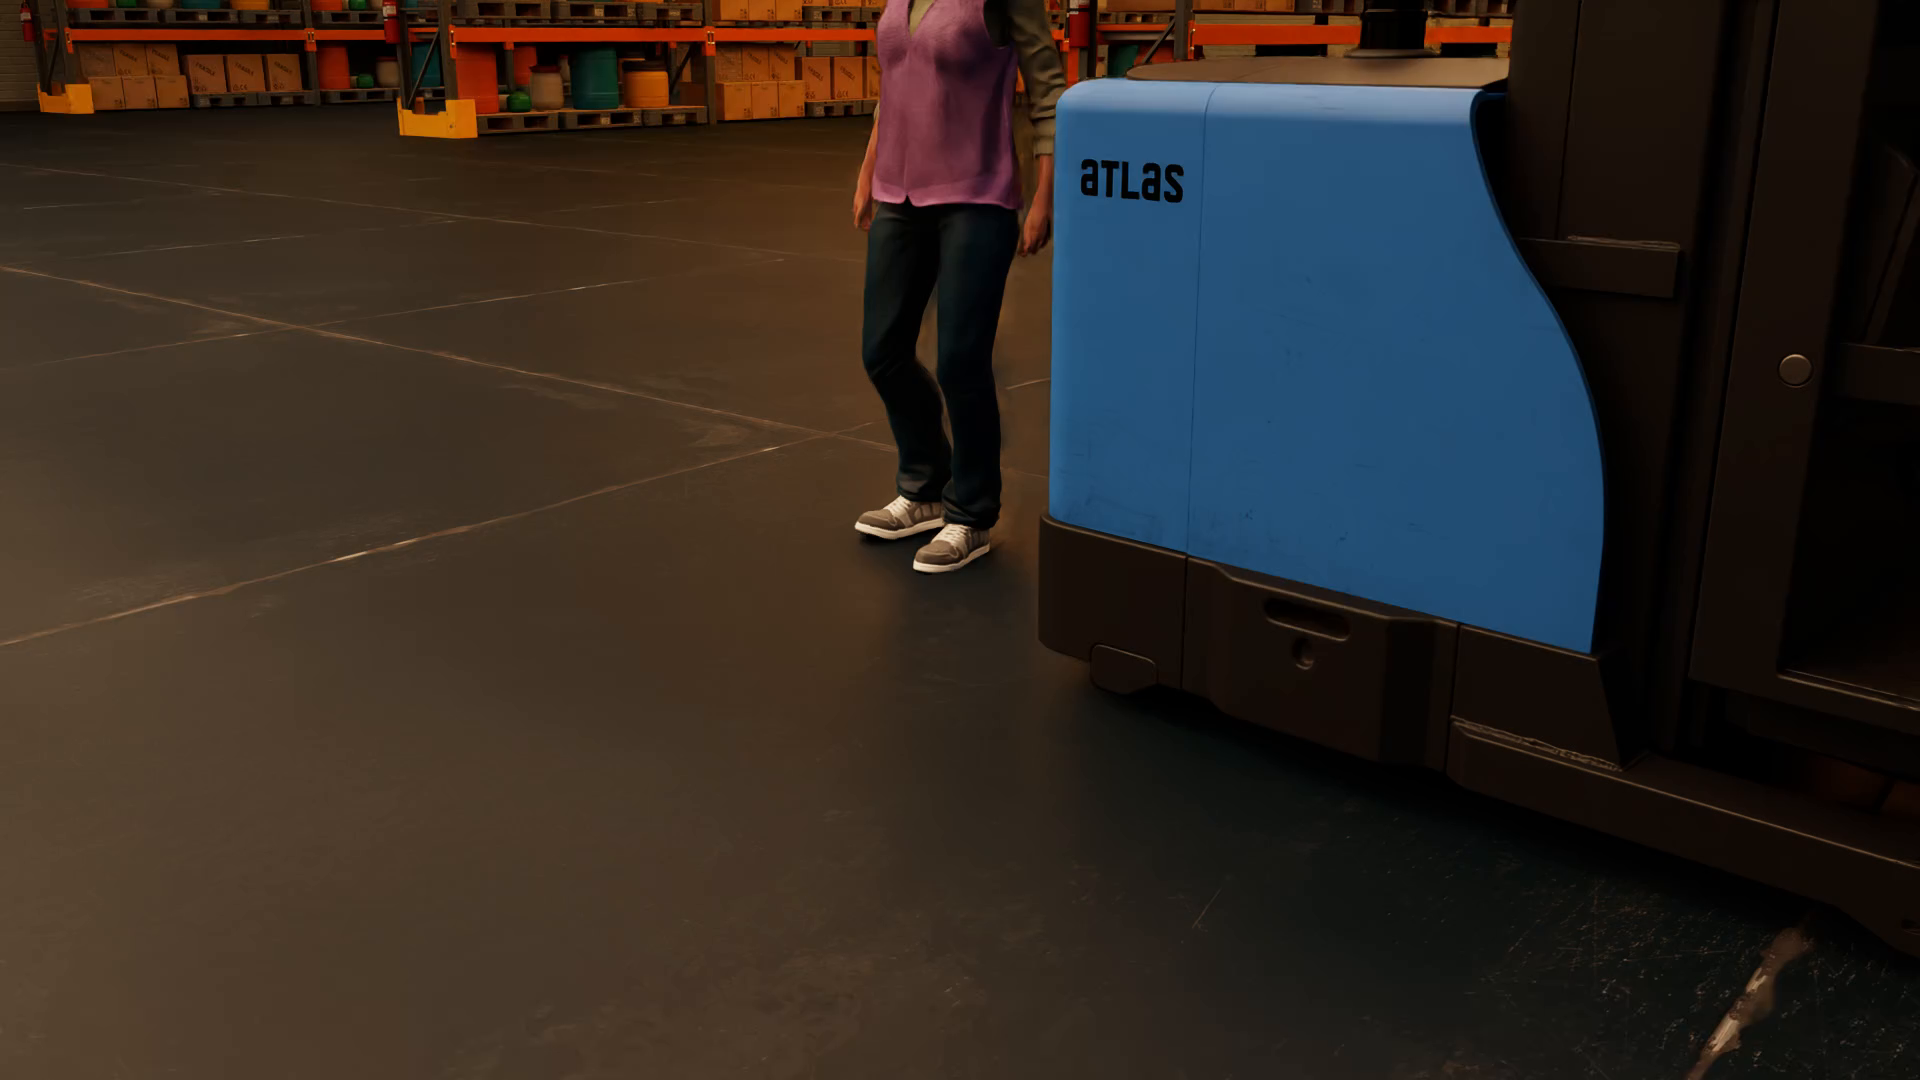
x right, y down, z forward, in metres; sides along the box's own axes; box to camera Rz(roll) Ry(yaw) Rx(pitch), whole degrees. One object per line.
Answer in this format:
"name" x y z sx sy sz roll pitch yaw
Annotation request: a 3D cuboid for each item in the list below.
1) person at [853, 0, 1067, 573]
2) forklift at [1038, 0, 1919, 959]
"person" -0.052 -0.729 3.661 0.518 1.579 0.375 14 22 38
"forklift" 1.566 -0.961 2.063 3.031 2.935 1.130 15 23 41
